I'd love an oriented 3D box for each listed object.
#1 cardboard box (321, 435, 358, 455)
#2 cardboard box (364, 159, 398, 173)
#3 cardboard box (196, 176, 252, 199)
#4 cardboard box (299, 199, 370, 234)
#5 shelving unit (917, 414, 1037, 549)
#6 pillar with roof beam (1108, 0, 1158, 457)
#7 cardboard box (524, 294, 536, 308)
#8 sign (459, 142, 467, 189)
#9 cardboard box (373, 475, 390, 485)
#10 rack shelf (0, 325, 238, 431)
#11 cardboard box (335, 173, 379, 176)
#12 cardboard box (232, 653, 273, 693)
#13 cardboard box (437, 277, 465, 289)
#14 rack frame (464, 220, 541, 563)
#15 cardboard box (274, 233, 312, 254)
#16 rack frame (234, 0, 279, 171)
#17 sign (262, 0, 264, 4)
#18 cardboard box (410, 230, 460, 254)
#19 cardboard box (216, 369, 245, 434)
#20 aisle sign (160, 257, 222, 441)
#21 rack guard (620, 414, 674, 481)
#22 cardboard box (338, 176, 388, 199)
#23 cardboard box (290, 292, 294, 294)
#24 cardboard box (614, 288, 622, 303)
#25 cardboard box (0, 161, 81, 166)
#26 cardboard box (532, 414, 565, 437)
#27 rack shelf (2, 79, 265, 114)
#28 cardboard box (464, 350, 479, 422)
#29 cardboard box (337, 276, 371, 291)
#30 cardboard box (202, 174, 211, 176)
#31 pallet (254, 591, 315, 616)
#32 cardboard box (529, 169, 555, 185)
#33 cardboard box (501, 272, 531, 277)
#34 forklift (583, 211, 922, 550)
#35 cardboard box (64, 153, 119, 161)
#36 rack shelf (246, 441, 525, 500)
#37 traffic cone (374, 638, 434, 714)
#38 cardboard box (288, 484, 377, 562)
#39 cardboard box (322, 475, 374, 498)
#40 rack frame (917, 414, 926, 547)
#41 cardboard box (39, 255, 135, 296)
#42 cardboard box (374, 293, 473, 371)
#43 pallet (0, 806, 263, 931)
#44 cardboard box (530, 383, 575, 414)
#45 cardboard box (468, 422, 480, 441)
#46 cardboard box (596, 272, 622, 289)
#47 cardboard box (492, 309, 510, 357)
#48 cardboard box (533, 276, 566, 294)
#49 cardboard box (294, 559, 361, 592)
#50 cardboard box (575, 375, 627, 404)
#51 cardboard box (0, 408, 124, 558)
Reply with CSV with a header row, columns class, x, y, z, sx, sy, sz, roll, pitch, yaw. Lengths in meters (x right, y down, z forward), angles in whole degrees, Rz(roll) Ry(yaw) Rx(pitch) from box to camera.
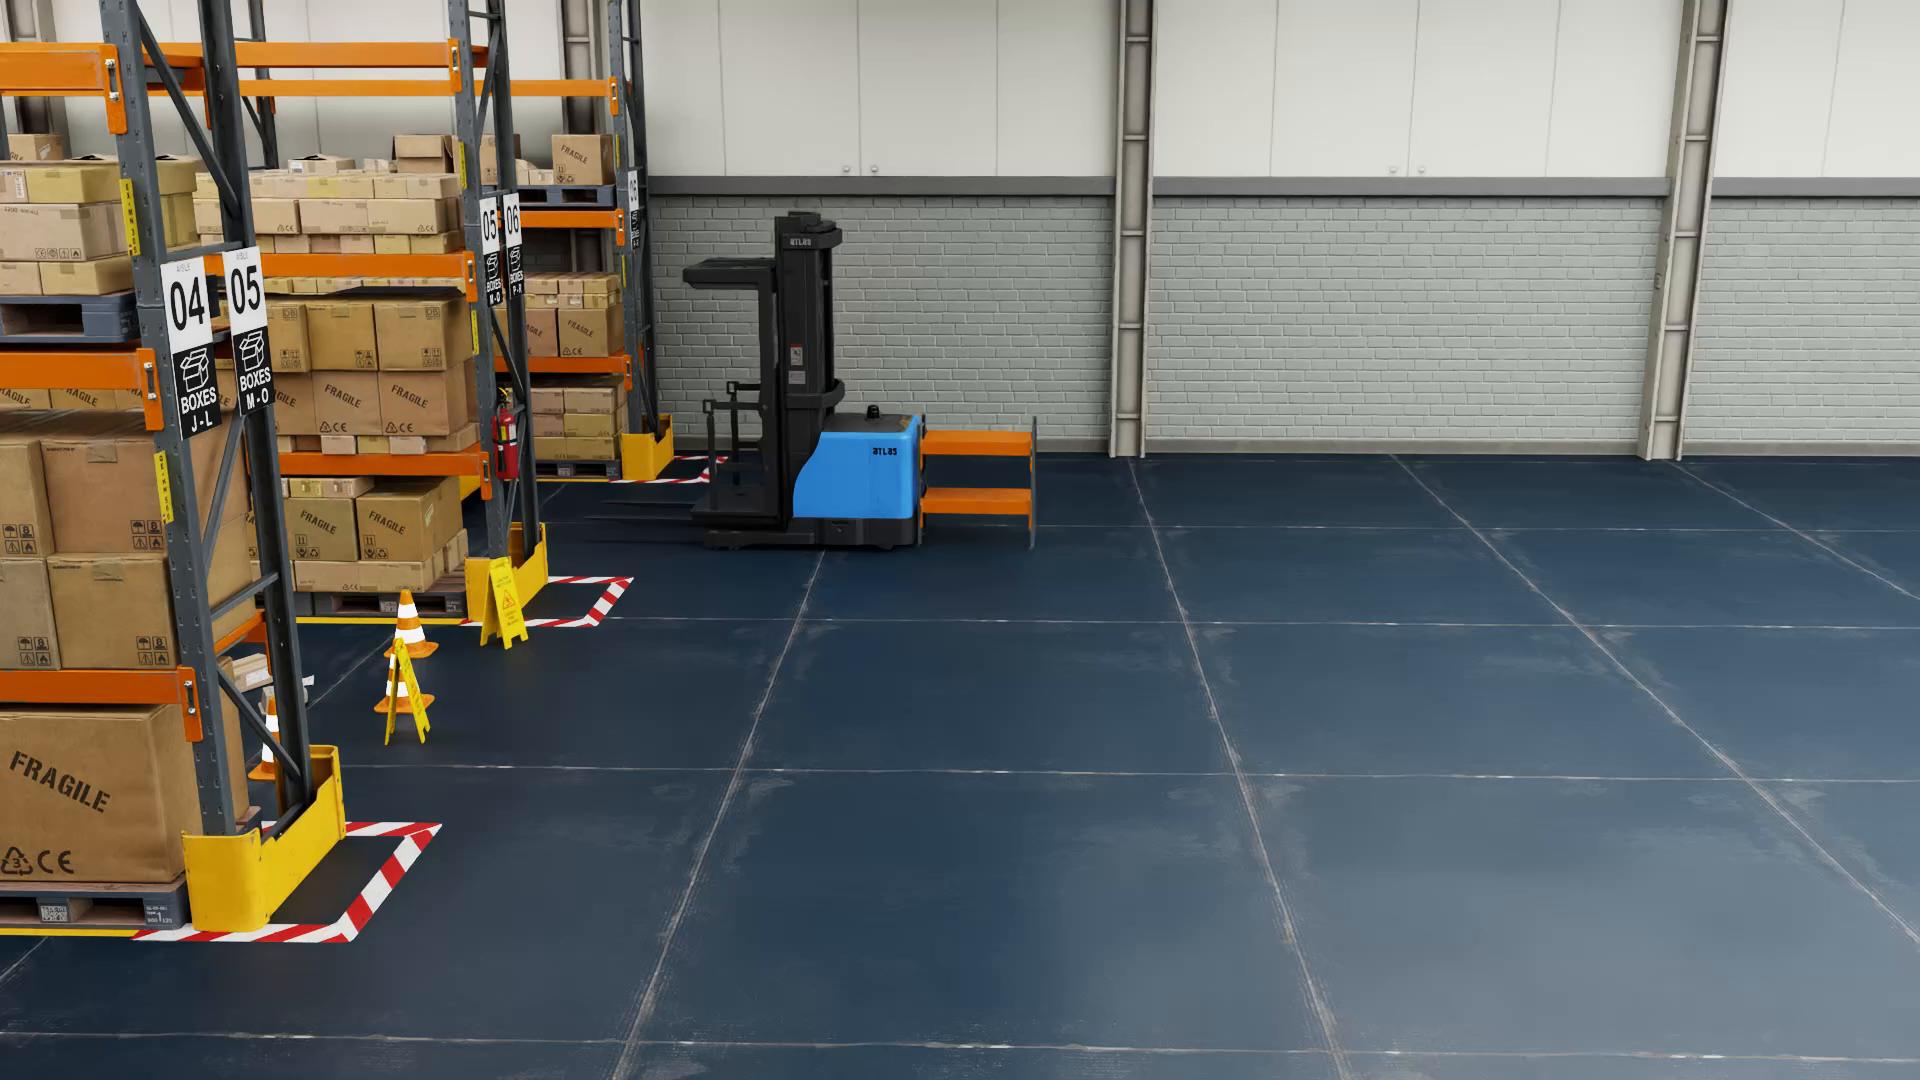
class,x,y,z,sx,sy,sz,roll,pitch,yaw
cardboard box,-4.701,-0.764,12.760,0.250,0.149,0.380,1,15,2
cardboard box,-5.951,-3.805,17.157,0.258,0.266,0.396,0,15,0
cardboard box,-5.431,-2.606,12.298,0.250,0.149,0.380,1,15,3
cardboard box,-4.573,-2.427,12.399,0.500,0.250,0.500,0,15,1
shelving unit,0.159,-0.535,15.074,1.048,1.125,0.538,1,15,4
pillar with roof beam,1.787,-4.228,13.634,0.400,9.000,9.100,0,15,1
cardboard box,-4.544,-2.538,17.523,0.250,0.149,0.380,0,15,1
sign,-3.586,-2.701,11.991,0.005,0.325,0.100,0,15,1
cardboard box,-4.897,-0.278,13.520,0.500,0.500,0.500,0,15,-1
rack shelf,-5.576,-0.816,7.993,4.000,0.370,1.077,0,15,1
cardboard box,-4.651,-2.768,12.911,0.250,0.149,0.380,0,15,1
cardboard box,-4.913,0.922,11.466,0.250,0.149,0.380,9,17,30
cardboard box,-5.326,-2.692,17.524,0.250,0.149,0.380,1,15,2
rack frame,-3.552,-0.964,13.022,0.127,3.000,1.000,0,15,1
cardboard box,-4.932,-2.235,12.455,0.250,0.149,0.380,0,15,1
rack frame,-7.427,-5.156,17.154,0.127,3.000,1.000,0,15,1
sign,-7.389,-5.826,17.550,0.005,0.325,0.100,0,15,1
cardboard box,-3.915,-2.223,12.410,0.250,0.149,0.380,0,15,2
cardboard box,-5.608,-1.106,12.782,0.500,0.500,0.500,1,15,2
aisle sign,-3.514,-0.881,7.612,0.004,0.787,0.394,0,15,1
rack guard,-3.405,-1.021,18.138,0.348,0.500,1.175,0,15,1
cardboard box,-4.410,-2.613,12.325,0.250,0.149,0.380,0,15,1
cardboard box,-7.115,-2.548,17.561,0.250,0.149,0.380,0,15,1
cardboard box,-3.761,-2.660,17.984,0.250,0.149,0.380,0,15,0
cardboard box,-4.409,-1.753,8.045,0.250,0.149,0.380,0,15,1
cardboard box,-4.424,-1.274,17.786,0.500,0.250,0.500,0,15,1
rack shelf,-9.427,-4.628,17.346,4.000,0.370,1.077,0,15,1
cardboard box,-4.018,-1.230,13.251,0.500,0.500,0.500,0,15,1
cardboard box,-6.342,-2.678,17.468,0.250,0.149,0.380,1,15,3
cardboard box,-5.675,-2.772,12.926,0.250,0.149,0.380,1,15,2
pallet,-5.655,0.361,13.467,1.213,0.211,1.003,0,15,1
cardboard box,-4.265,-3.738,17.130,0.250,0.149,0.380,0,15,0
cardboard box,-4.795,-2.801,17.936,0.250,0.149,0.380,1,15,3
forklift,-1.898,-1.461,15.044,3.031,2.935,1.130,1,15,4
cardboard box,-8.924,-3.862,17.283,0.500,0.311,0.500,0,15,0
rack shelf,-5.551,-0.629,13.163,4.000,0.370,1.077,0,15,1
traffic cone,-3.703,0.875,11.028,0.334,0.463,0.336,0,15,1
cardboard box,-4.881,-0.141,13.001,0.500,0.500,0.500,1,15,4
cardboard box,-4.728,-0.437,12.853,0.250,0.149,0.380,1,15,3
rack frame,-0.348,-0.545,15.111,0.032,1.125,0.500,1,15,4
cardboard box,-3.918,-1.197,7.499,0.250,0.149,0.380,0,15,1
cardboard box,-4.068,-1.587,12.645,0.500,0.500,0.700,0,15,0
pallet,-4.378,1.663,8.535,1.213,0.211,1.003,0,15,1
cardboard box,-4.407,-1.512,17.707,0.500,0.250,0.500,1,15,2
cardboard box,-3.886,-0.897,13.263,0.250,0.149,0.380,0,15,2
cardboard box,-3.759,-2.792,17.901,0.250,0.149,0.380,0,15,0
cardboard box,-4.958,-2.223,17.600,0.500,0.500,0.500,0,15,0
cardboard box,-4.302,-2.672,17.448,0.250,0.149,0.380,1,15,3
cardboard box,-4.884,0.221,13.100,0.500,0.250,0.500,0,15,2
cardboard box,-3.904,-1.638,18.185,0.500,0.250,0.500,0,15,1
cardboard box,-4.499,-0.288,8.049,0.550,0.550,0.875,0,15,1
